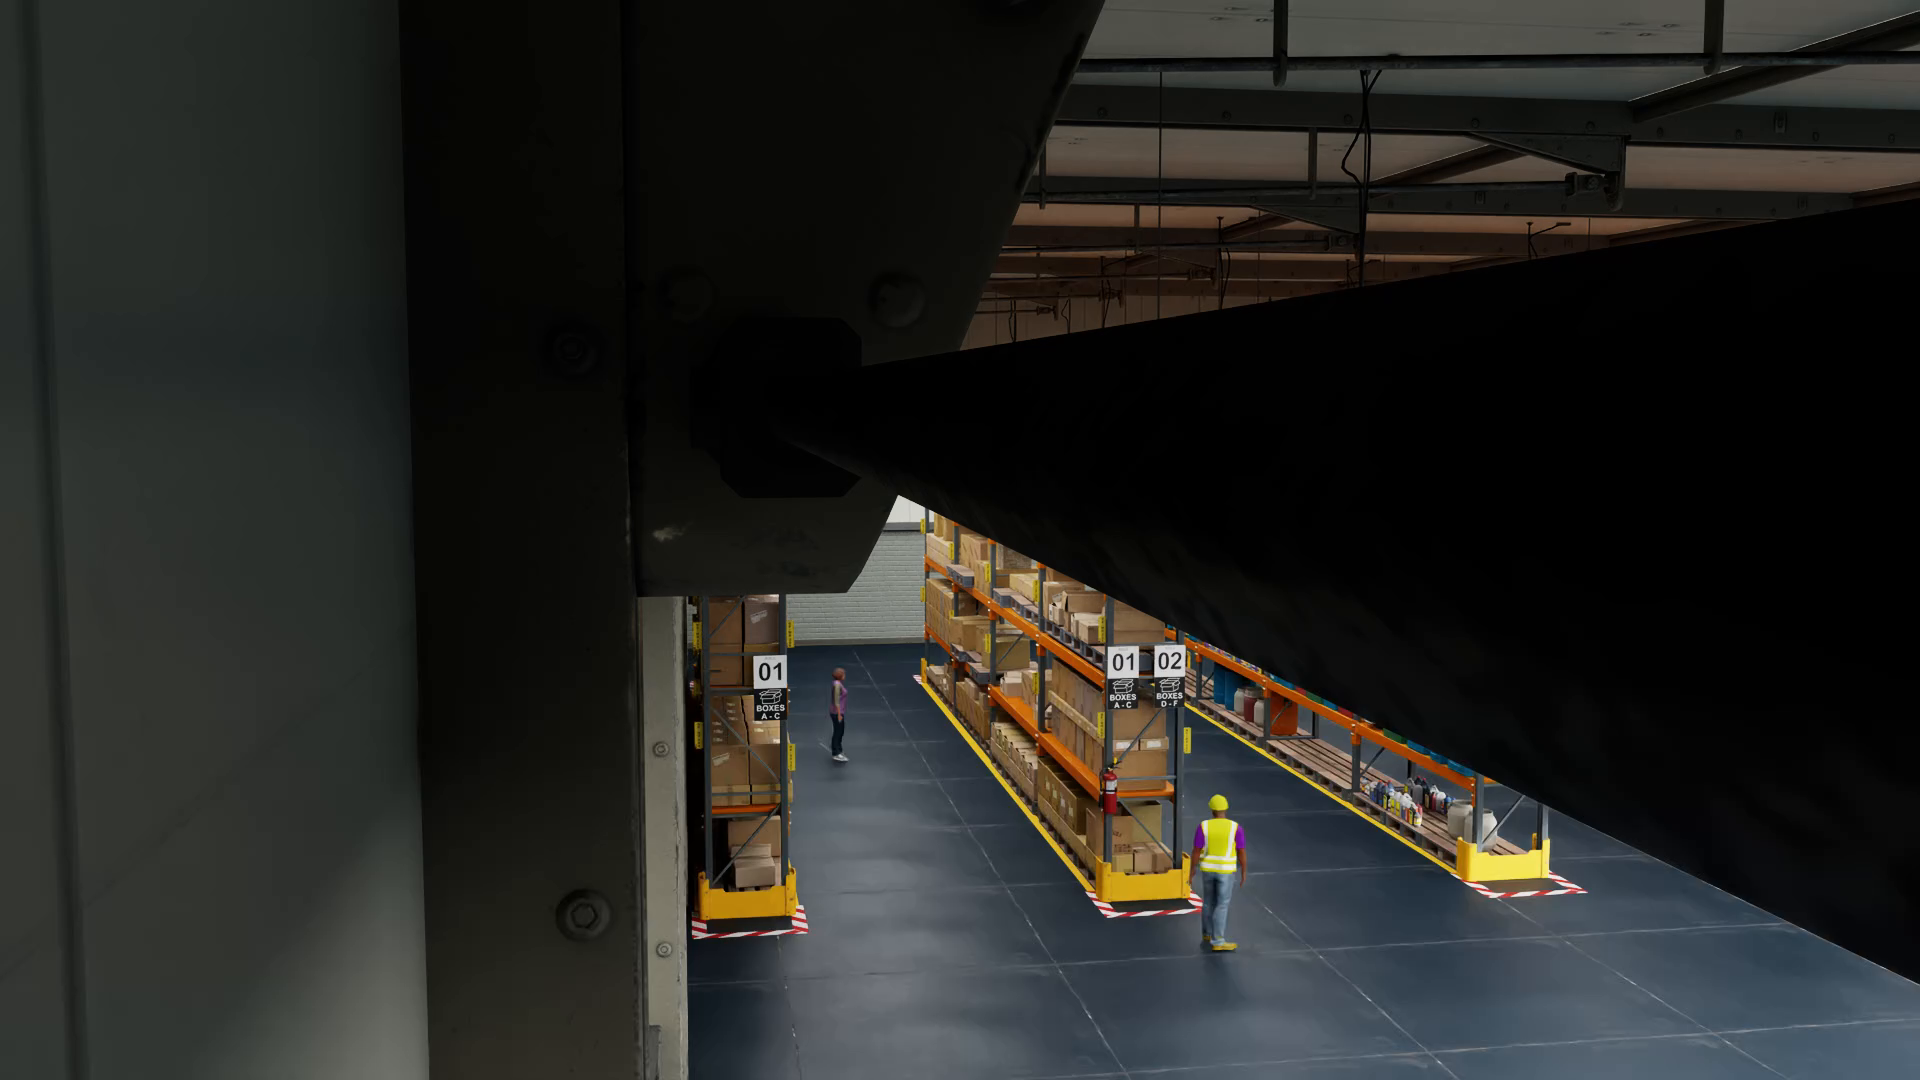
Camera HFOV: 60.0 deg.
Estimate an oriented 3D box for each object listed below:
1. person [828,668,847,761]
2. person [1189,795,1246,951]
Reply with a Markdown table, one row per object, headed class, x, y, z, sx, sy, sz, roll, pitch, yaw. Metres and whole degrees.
| class | x | y | z | sx | sy | sz | roll | pitch | yaw |
| --- | --- | --- | --- | --- | --- | --- | --- | --- | --- |
| person | -2.114 | 3.032 | 28.820 | 0.332 | 1.659 | 0.501 | 0 | 5 | -3 |
| person | 2.993 | 3.776 | 19.097 | 0.609 | 1.755 | 0.618 | 3 | 6 | 32 |
